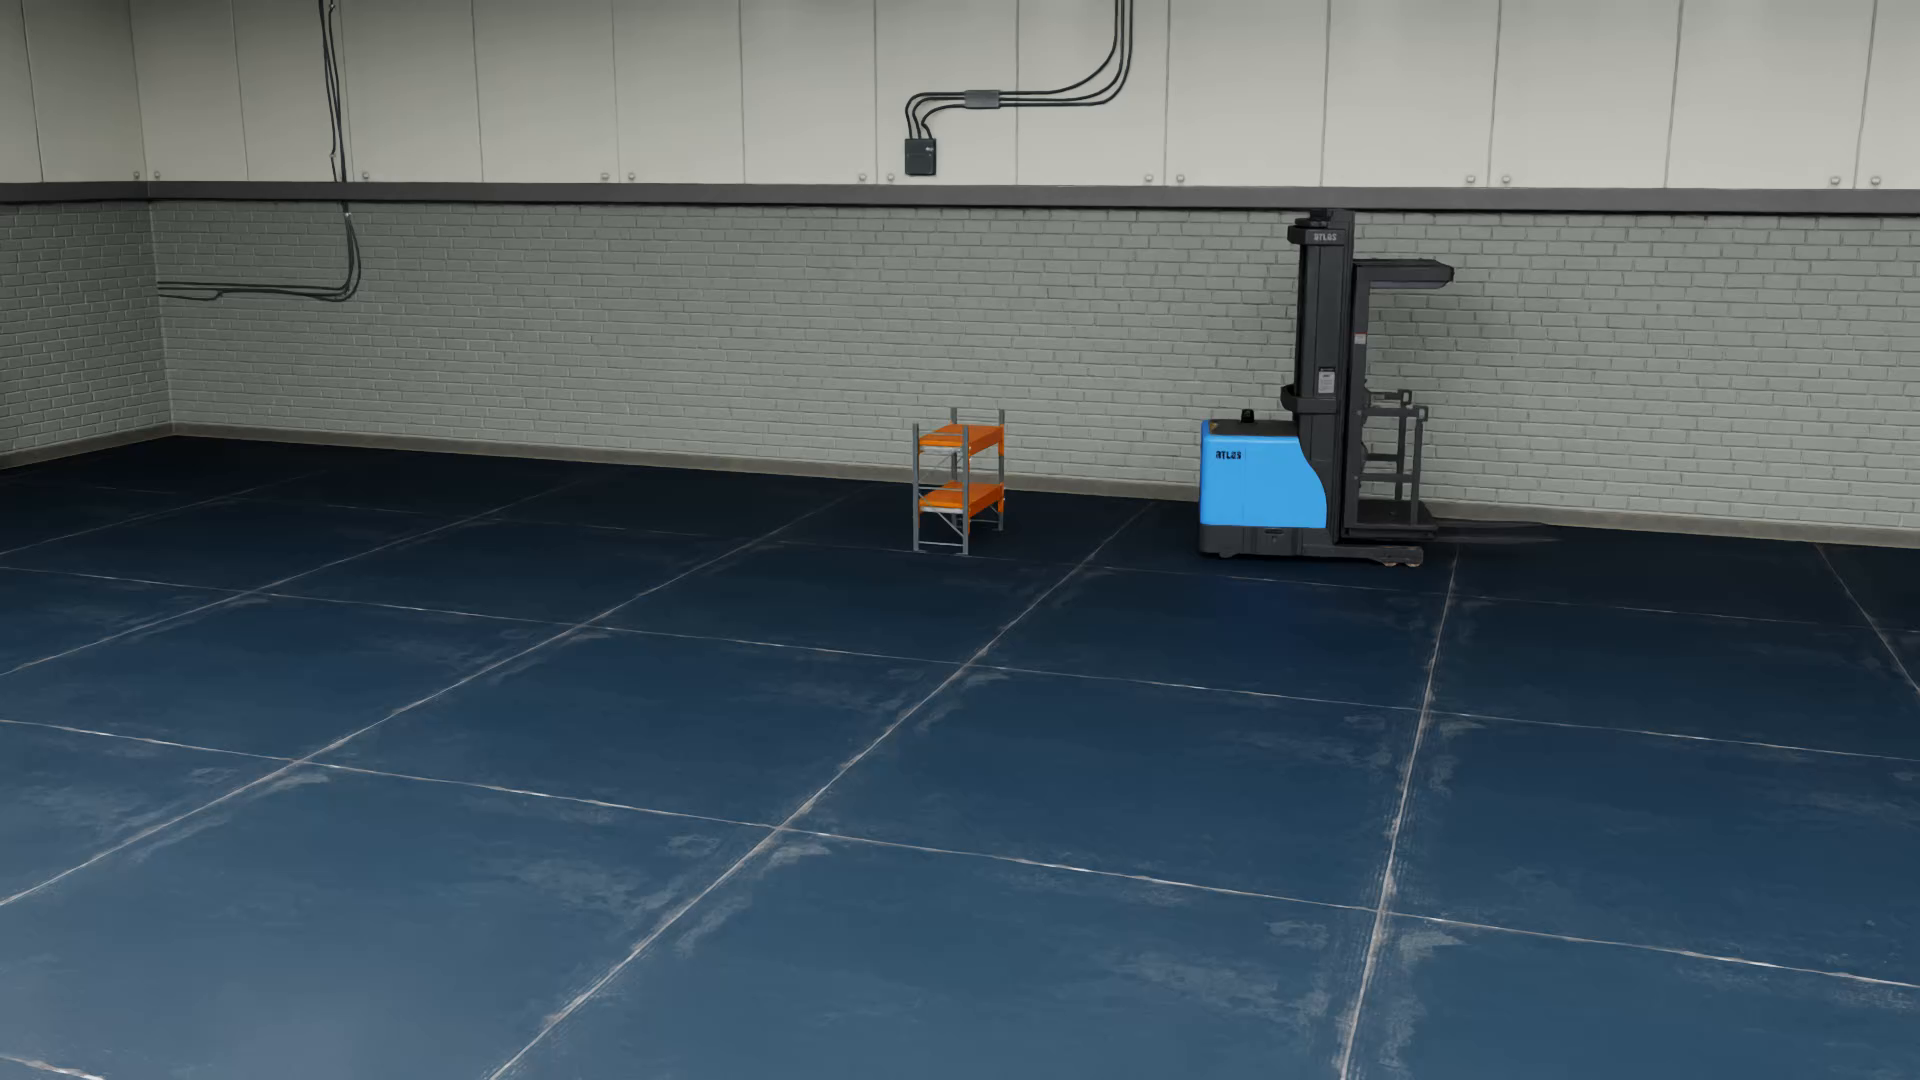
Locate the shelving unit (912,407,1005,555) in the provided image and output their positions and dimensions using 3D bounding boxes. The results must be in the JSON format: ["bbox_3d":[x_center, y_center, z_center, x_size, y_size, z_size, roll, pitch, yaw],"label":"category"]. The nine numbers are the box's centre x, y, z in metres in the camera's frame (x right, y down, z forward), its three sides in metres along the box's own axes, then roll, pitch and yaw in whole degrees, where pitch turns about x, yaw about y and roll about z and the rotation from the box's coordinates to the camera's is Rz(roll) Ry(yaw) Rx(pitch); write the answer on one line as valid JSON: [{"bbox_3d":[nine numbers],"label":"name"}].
[{"bbox_3d":[-0.002,-0.547,14.857,0.538,1.125,1.048,4,14,18],"label":"shelving unit"}]

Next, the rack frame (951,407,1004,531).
[{"bbox_3d":[0.162,-0.654,15.325,0.500,1.125,0.032,4,14,18],"label":"rack frame"}]

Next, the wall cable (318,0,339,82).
[{"bbox_3d":[-5.876,-6.340,18.170,3.097,2.526,0.112,4,14,18],"label":"wall cable"}]

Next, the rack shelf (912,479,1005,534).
[{"bbox_3d":[-0.002,-0.309,14.911,0.538,0.278,1.000,4,14,18],"label":"rack shelf"}]

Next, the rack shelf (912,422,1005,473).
[{"bbox_3d":[-0.002,-0.832,14.791,0.538,0.278,1.000,4,14,18],"label":"rack shelf"}]

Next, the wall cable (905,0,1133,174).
[{"bbox_3d":[0.542,-6.557,15.852,2.305,6.003,0.169,4,14,18],"label":"wall cable"}]

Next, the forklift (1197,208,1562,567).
[{"bbox_3d":[3.601,-1.327,14.213,3.031,2.935,1.130,2,13,7],"label":"forklift"}]

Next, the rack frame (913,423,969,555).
[{"bbox_3d":[-0.167,-0.440,14.388,0.500,1.125,0.032,4,14,18],"label":"rack frame"}]

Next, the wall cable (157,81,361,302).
[{"bbox_3d":[-8.435,-4.072,19.585,3.097,2.526,0.112,4,14,18],"label":"wall cable"}]
